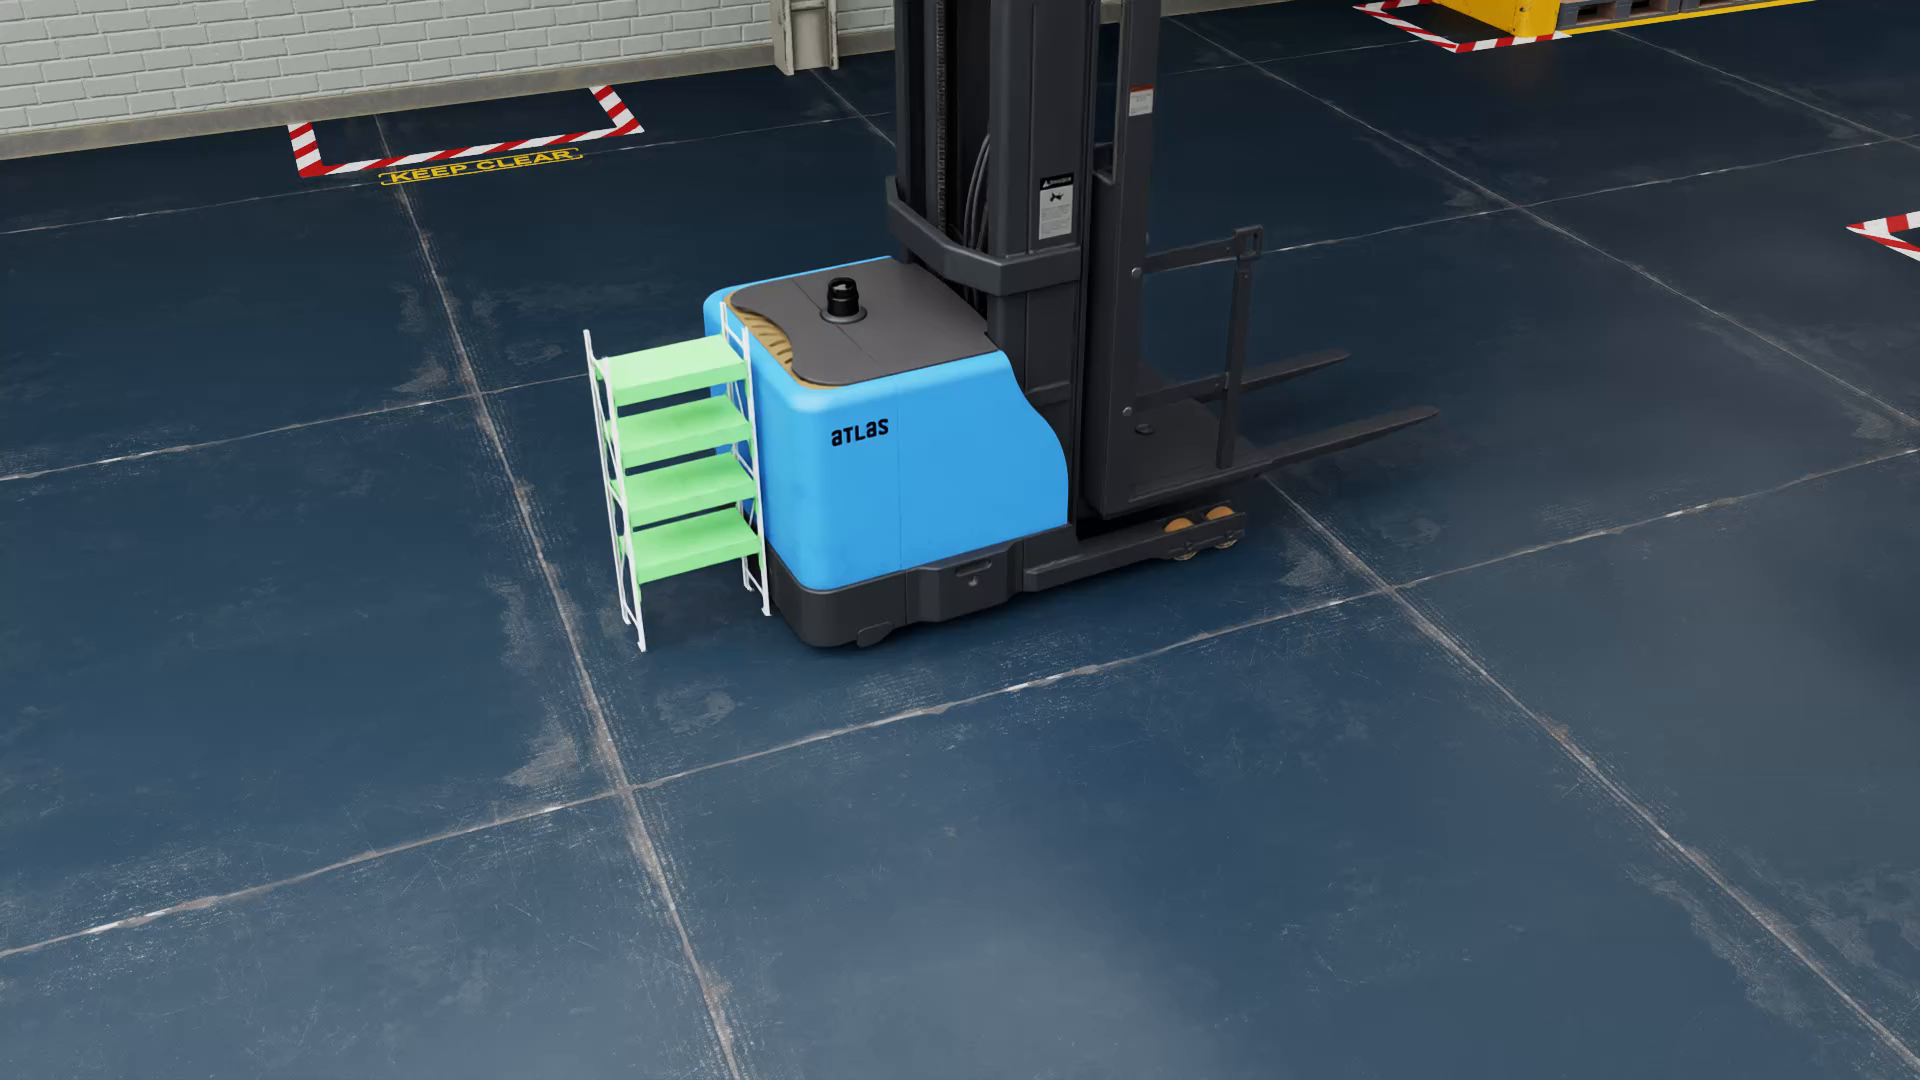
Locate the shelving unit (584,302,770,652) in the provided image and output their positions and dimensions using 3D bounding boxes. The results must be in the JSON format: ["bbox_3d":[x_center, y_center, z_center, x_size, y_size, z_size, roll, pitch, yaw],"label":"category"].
[{"bbox_3d":[-0.999,-0.212,5.975,0.503,1.200,0.258,-15,36,-22],"label":"shelving unit"}]

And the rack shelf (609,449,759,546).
[{"bbox_3d":[-0.999,-0.158,6.010,0.480,0.148,0.258,-15,36,-22],"label":"rack shelf"}]

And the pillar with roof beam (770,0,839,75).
[{"bbox_3d":[0.556,-5.032,6.232,0.400,9.000,9.100,-13,35,-19],"label":"pillar with roof beam"}]

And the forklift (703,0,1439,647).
[{"bbox_3d":[0.577,-1.388,6.196,3.031,2.935,1.130,-15,36,-22],"label":"forklift"}]

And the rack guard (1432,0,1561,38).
[{"bbox_3d":[4.182,-4.334,12.953,0.348,0.500,1.175,-13,35,-19],"label":"rack guard"}]

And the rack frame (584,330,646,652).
[{"bbox_3d":[-1.217,-0.151,5.883,0.015,1.200,0.240,-15,36,-22],"label":"rack frame"}]

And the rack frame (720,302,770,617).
[{"bbox_3d":[-0.782,-0.272,6.068,0.015,1.200,0.240,-15,36,-22],"label":"rack frame"}]

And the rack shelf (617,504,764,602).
[{"bbox_3d":[-0.999,0.043,6.141,0.480,0.148,0.258,-15,36,-22],"label":"rack shelf"}]

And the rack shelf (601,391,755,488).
[{"bbox_3d":[-0.999,-0.359,5.879,0.480,0.148,0.258,-15,36,-22],"label":"rack shelf"}]

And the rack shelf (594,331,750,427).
[{"bbox_3d":[-0.999,-0.560,5.748,0.480,0.148,0.258,-15,36,-22],"label":"rack shelf"}]

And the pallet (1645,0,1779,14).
[{"bbox_3d":[6.067,-4.622,13.660,1.213,0.211,1.003,-13,35,-19],"label":"pallet"}]

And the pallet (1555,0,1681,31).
[{"bbox_3d":[4.944,-4.367,13.268,1.213,0.211,1.003,-13,35,-19],"label":"pallet"}]
